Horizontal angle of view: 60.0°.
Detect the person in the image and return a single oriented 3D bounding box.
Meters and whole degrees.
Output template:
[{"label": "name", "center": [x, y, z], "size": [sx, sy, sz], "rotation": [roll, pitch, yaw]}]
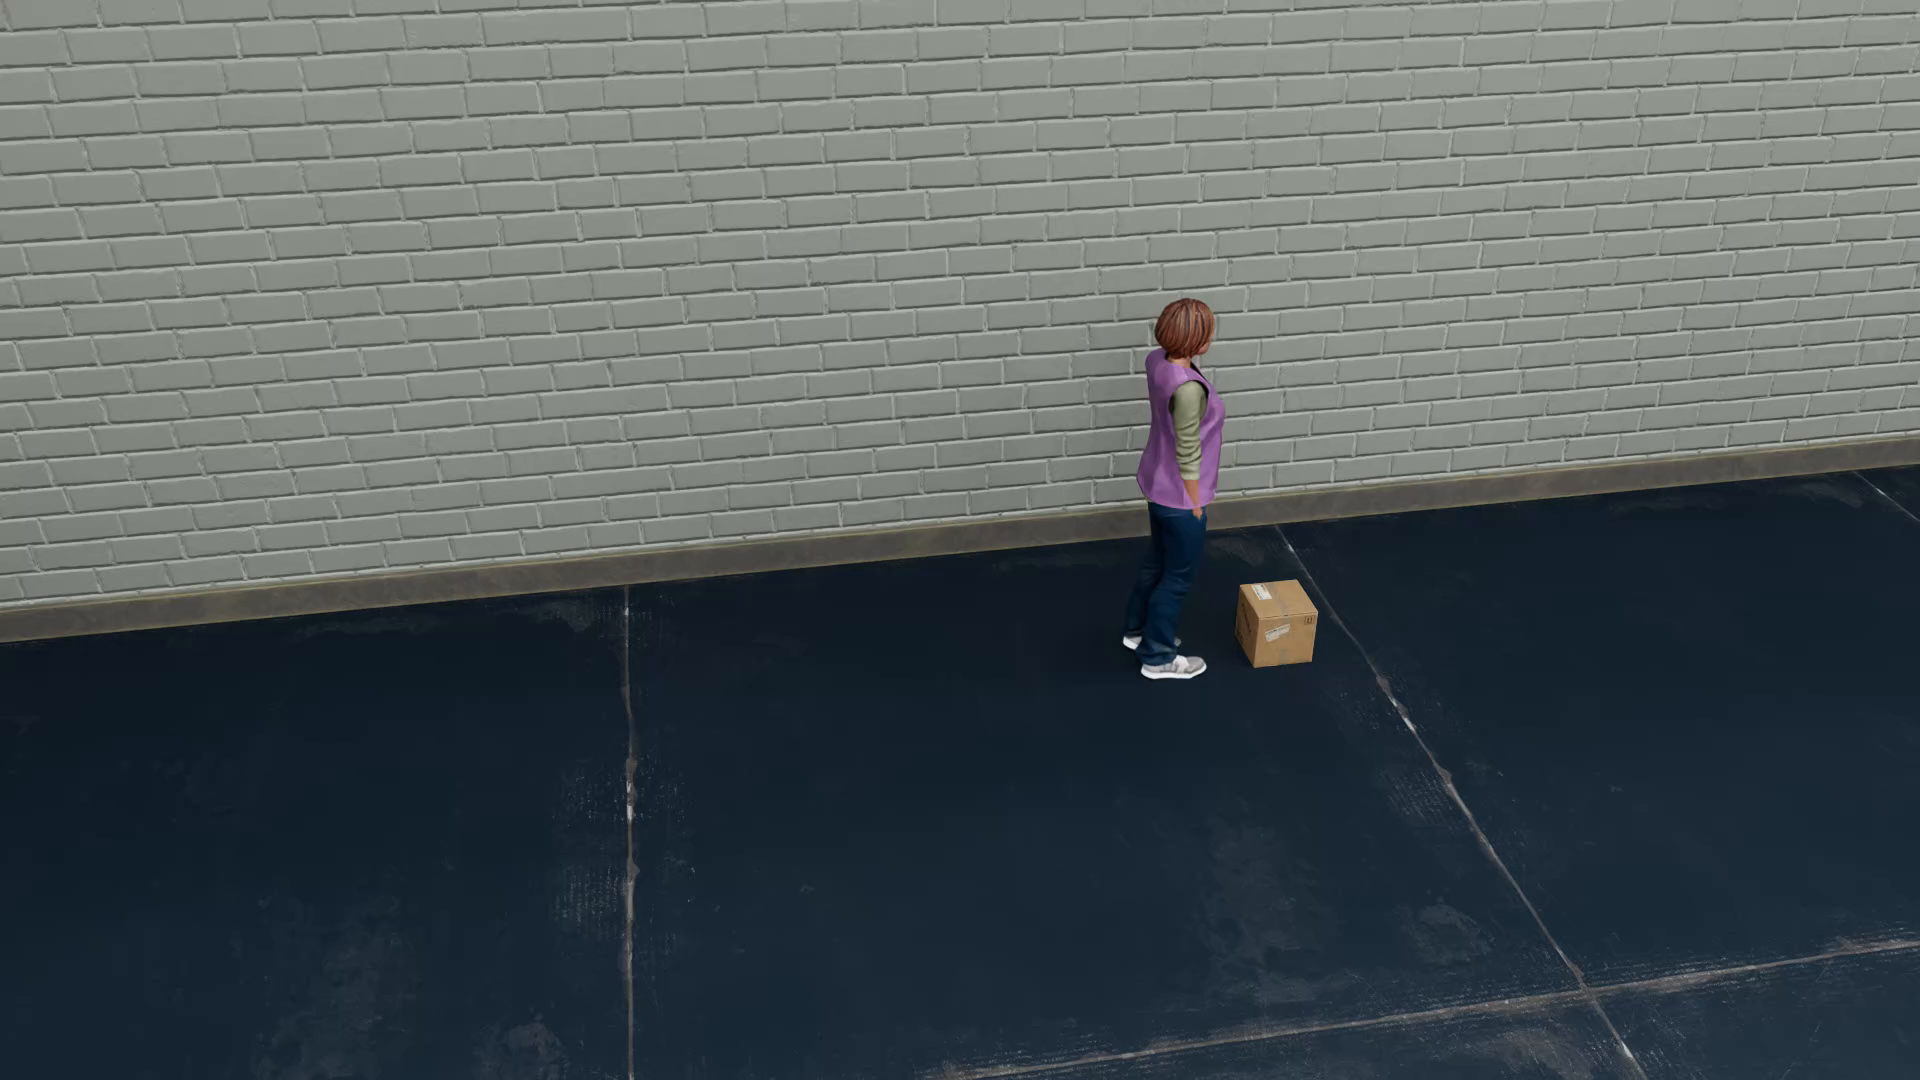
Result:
[{"label": "person", "center": [0.836, -0.174, 6.474], "size": [0.311, 1.615, 0.408], "rotation": [-5, 31, -8]}]
